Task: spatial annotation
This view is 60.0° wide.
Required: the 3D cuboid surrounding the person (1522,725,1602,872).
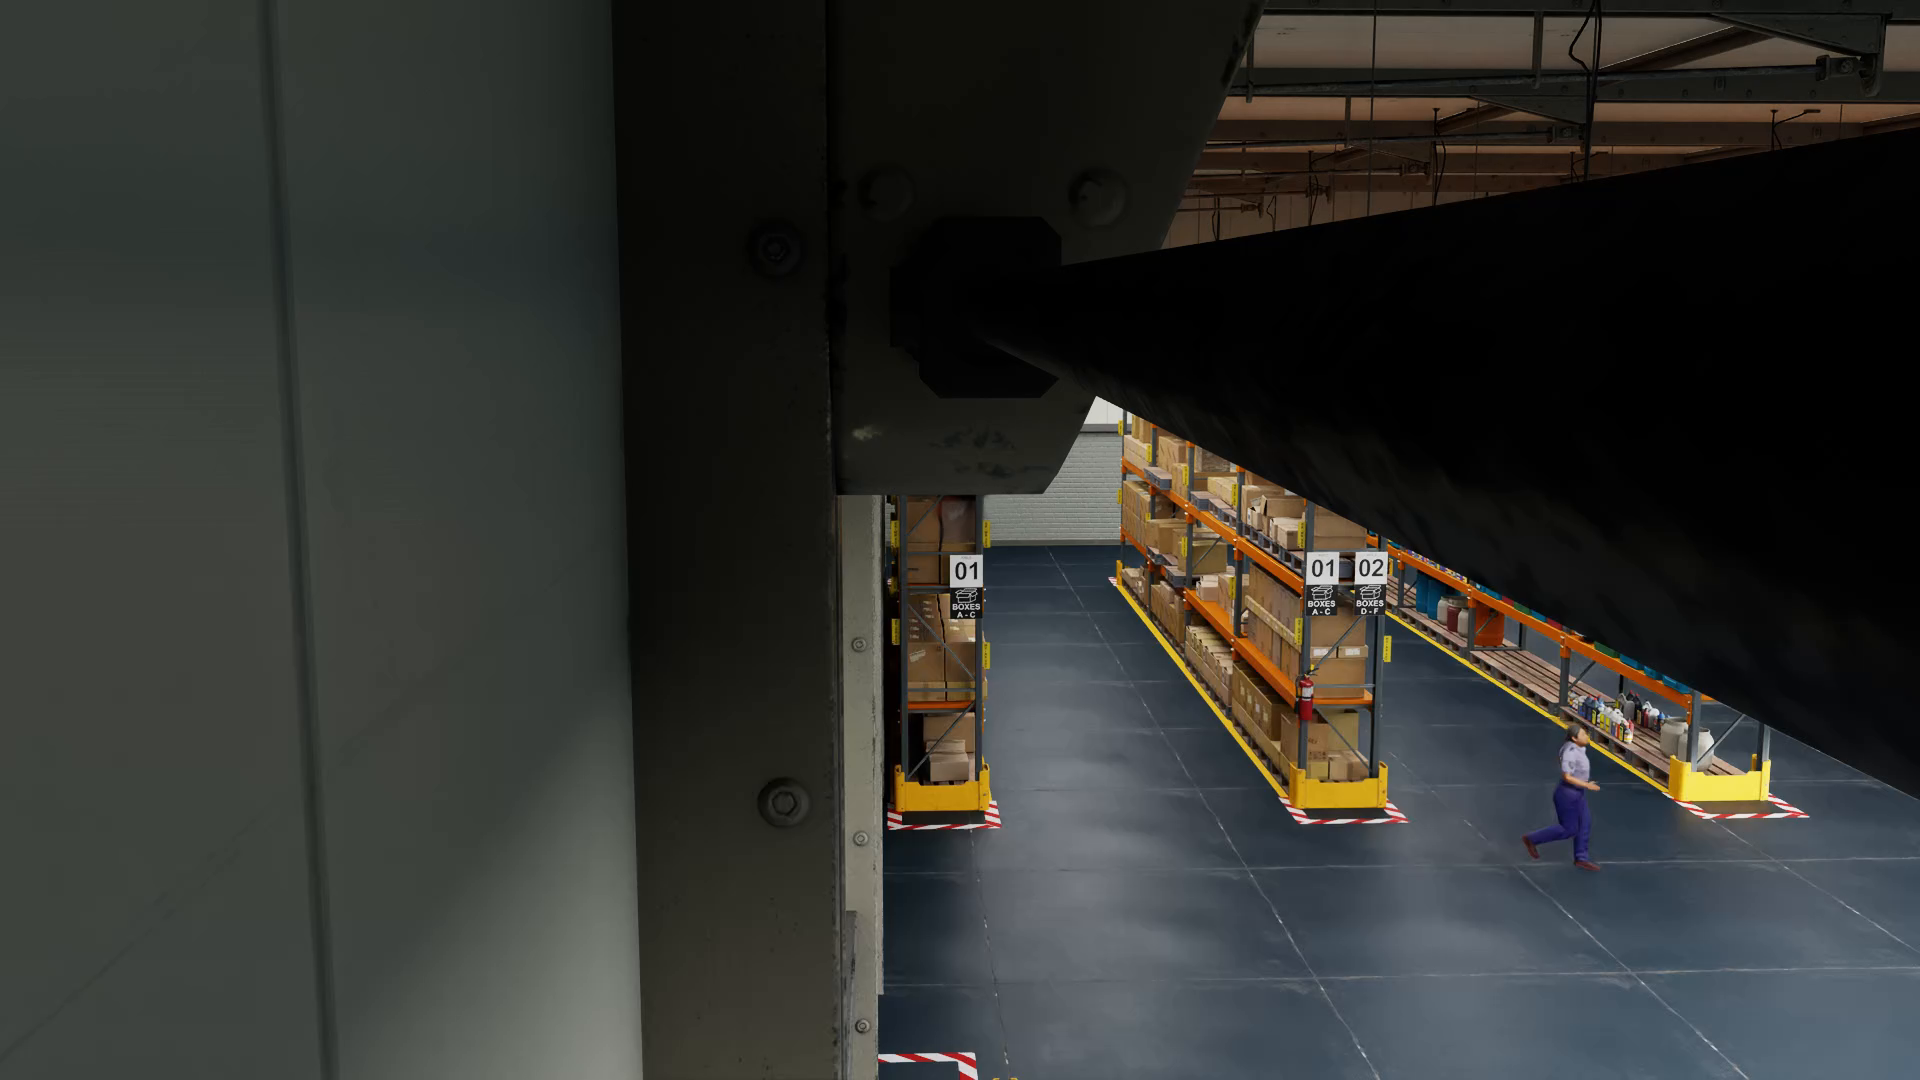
[{"bbox_3d":[6.711,2.845,18.436,0.838,1.639,0.615,4,9,24],"label":"person"}]
